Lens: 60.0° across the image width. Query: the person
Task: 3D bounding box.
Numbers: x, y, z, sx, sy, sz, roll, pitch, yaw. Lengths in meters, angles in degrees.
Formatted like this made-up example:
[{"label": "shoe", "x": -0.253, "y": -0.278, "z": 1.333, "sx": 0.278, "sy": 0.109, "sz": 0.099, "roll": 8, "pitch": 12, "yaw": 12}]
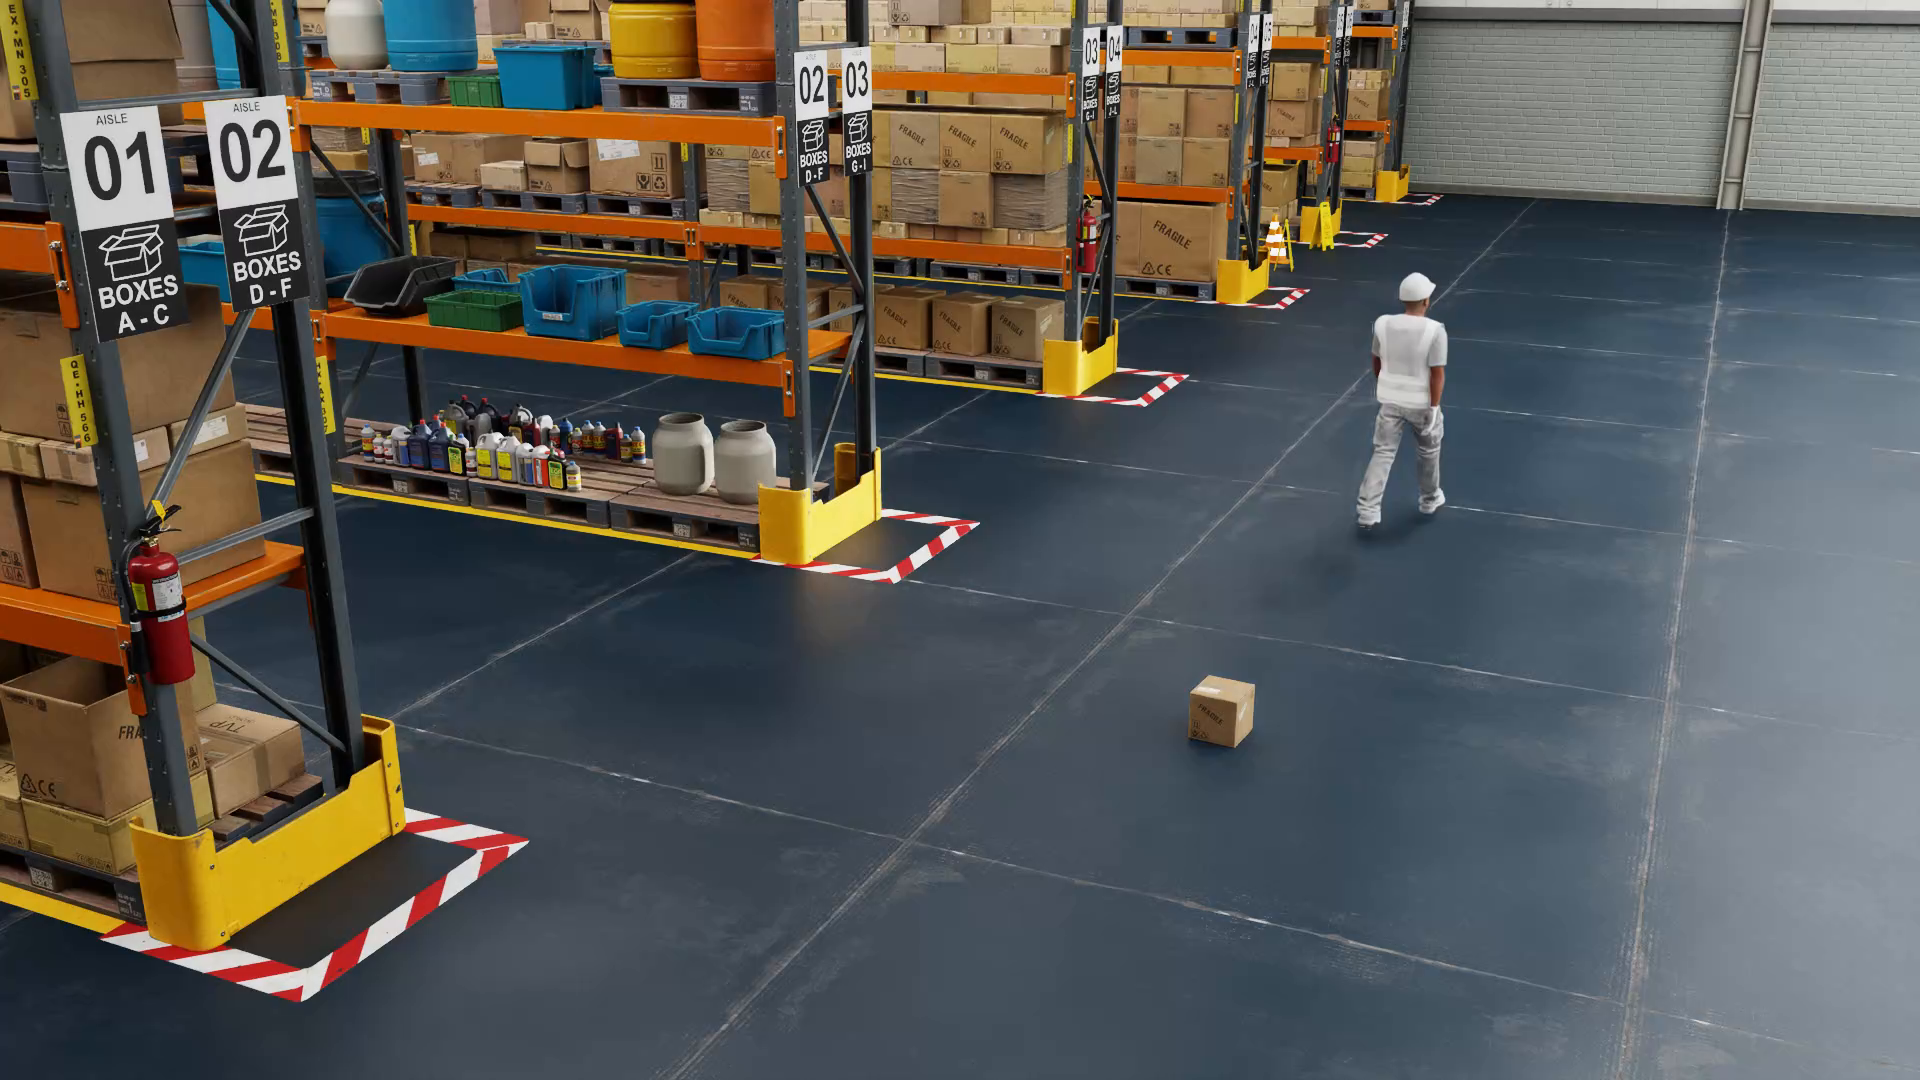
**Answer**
[{"label": "person", "x": 3.078, "y": -0.973, "z": 11.389, "sx": 0.552, "sy": 1.743, "sz": 1.028, "roll": 12, "pitch": 22, "yaw": 31}]
